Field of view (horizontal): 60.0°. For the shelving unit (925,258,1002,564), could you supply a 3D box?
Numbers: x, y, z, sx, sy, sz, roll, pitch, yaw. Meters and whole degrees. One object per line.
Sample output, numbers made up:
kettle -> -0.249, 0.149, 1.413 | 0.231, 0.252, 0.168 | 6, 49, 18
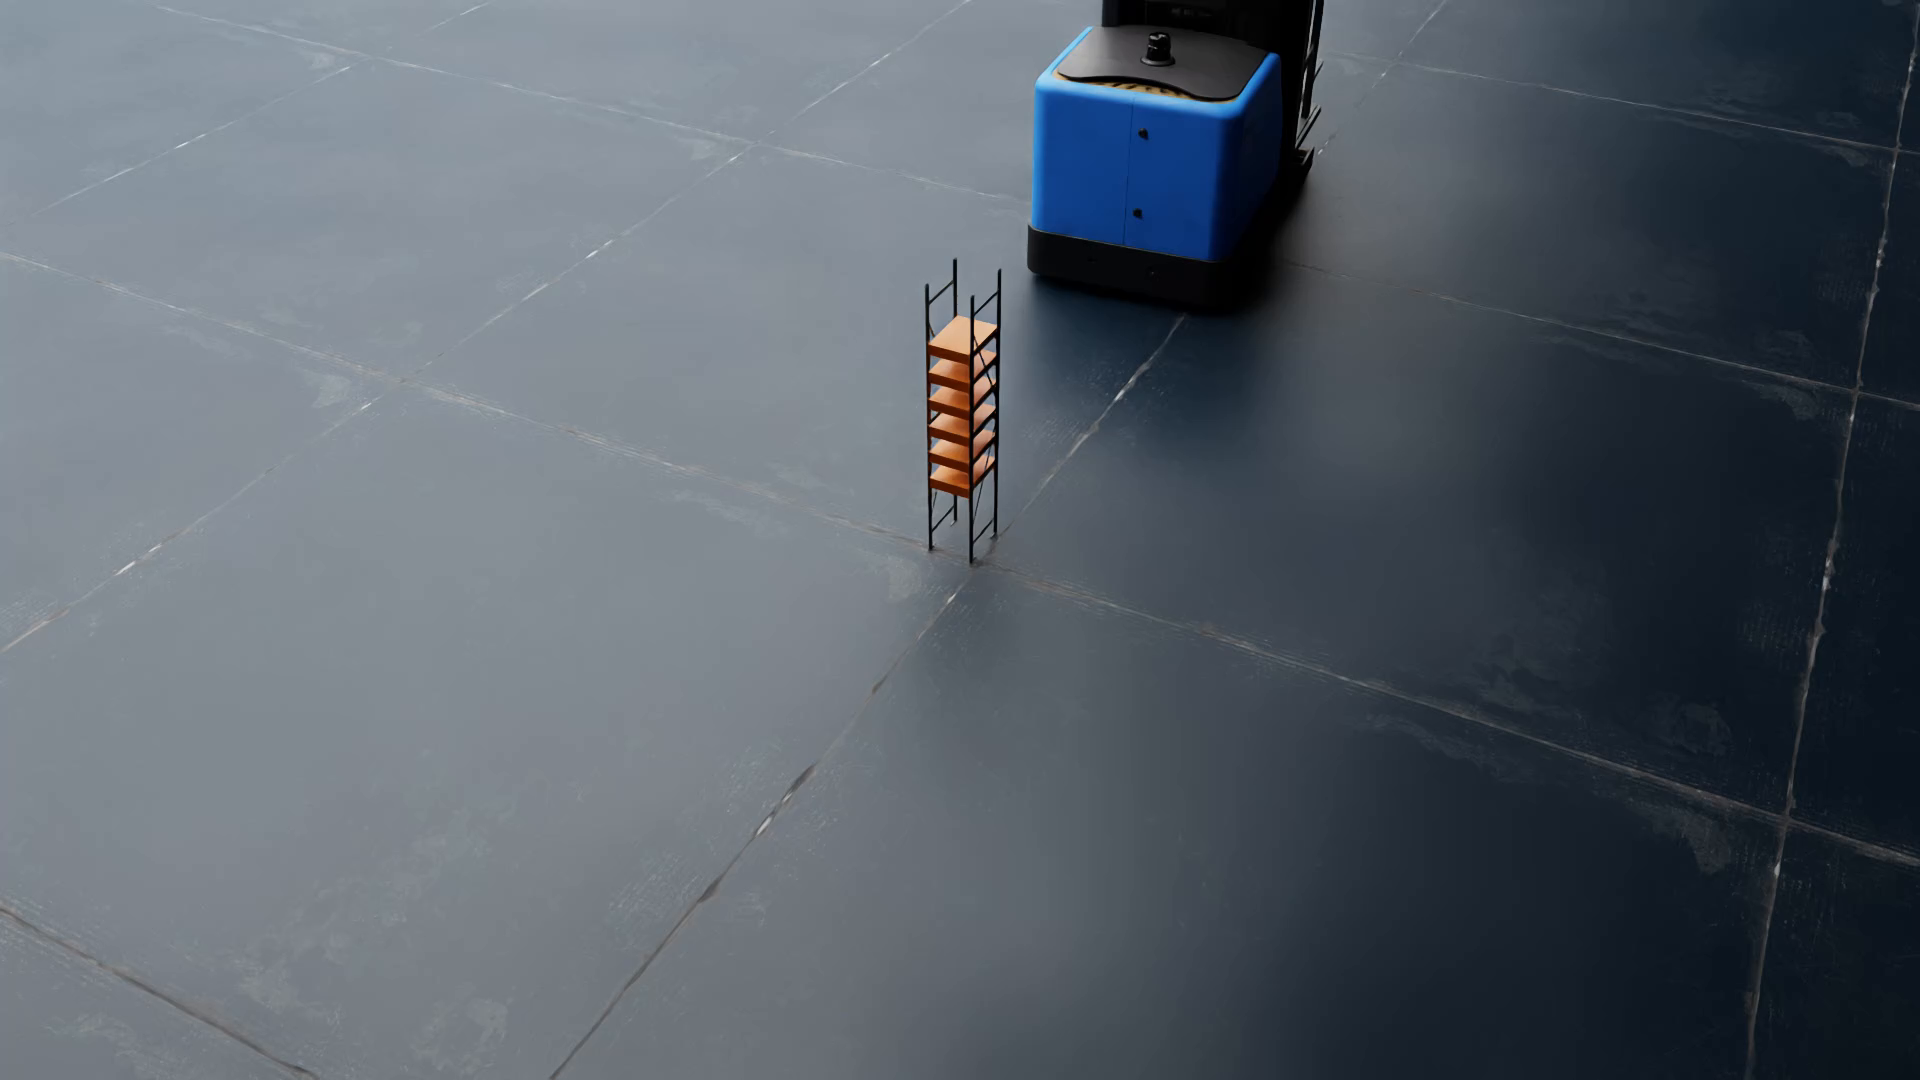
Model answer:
shelving unit -> 0.013, -0.474, 6.382 | 0.189, 1.200, 0.258 | 17, 41, 21

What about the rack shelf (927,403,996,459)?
rack shelf -> 0.013, -0.439, 6.409 | 0.180, 0.103, 0.258 | 17, 41, 21

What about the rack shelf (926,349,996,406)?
rack shelf -> 0.013, -0.630, 6.264 | 0.180, 0.103, 0.258 | 17, 41, 21

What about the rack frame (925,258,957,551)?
rack frame -> -0.068, -0.499, 6.415 | 0.006, 1.200, 0.240 | 17, 41, 21

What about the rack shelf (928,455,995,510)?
rack shelf -> 0.013, -0.247, 6.554 | 0.180, 0.103, 0.258 | 17, 41, 21

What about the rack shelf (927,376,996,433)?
rack shelf -> 0.013, -0.534, 6.336 | 0.180, 0.103, 0.258 | 17, 41, 21

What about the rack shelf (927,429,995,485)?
rack shelf -> 0.013, -0.343, 6.481 | 0.180, 0.103, 0.258 | 17, 41, 21

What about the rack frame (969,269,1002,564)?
rack frame -> 0.094, -0.448, 6.348 | 0.006, 1.200, 0.240 | 17, 41, 21

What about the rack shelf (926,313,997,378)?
rack shelf -> 0.013, -0.725, 6.191 | 0.180, 0.103, 0.258 | 17, 41, 21

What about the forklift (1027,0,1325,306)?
forklift -> 1.365, -3.201, 8.543 | 1.130, 2.935, 3.031 | 14, 39, 17
